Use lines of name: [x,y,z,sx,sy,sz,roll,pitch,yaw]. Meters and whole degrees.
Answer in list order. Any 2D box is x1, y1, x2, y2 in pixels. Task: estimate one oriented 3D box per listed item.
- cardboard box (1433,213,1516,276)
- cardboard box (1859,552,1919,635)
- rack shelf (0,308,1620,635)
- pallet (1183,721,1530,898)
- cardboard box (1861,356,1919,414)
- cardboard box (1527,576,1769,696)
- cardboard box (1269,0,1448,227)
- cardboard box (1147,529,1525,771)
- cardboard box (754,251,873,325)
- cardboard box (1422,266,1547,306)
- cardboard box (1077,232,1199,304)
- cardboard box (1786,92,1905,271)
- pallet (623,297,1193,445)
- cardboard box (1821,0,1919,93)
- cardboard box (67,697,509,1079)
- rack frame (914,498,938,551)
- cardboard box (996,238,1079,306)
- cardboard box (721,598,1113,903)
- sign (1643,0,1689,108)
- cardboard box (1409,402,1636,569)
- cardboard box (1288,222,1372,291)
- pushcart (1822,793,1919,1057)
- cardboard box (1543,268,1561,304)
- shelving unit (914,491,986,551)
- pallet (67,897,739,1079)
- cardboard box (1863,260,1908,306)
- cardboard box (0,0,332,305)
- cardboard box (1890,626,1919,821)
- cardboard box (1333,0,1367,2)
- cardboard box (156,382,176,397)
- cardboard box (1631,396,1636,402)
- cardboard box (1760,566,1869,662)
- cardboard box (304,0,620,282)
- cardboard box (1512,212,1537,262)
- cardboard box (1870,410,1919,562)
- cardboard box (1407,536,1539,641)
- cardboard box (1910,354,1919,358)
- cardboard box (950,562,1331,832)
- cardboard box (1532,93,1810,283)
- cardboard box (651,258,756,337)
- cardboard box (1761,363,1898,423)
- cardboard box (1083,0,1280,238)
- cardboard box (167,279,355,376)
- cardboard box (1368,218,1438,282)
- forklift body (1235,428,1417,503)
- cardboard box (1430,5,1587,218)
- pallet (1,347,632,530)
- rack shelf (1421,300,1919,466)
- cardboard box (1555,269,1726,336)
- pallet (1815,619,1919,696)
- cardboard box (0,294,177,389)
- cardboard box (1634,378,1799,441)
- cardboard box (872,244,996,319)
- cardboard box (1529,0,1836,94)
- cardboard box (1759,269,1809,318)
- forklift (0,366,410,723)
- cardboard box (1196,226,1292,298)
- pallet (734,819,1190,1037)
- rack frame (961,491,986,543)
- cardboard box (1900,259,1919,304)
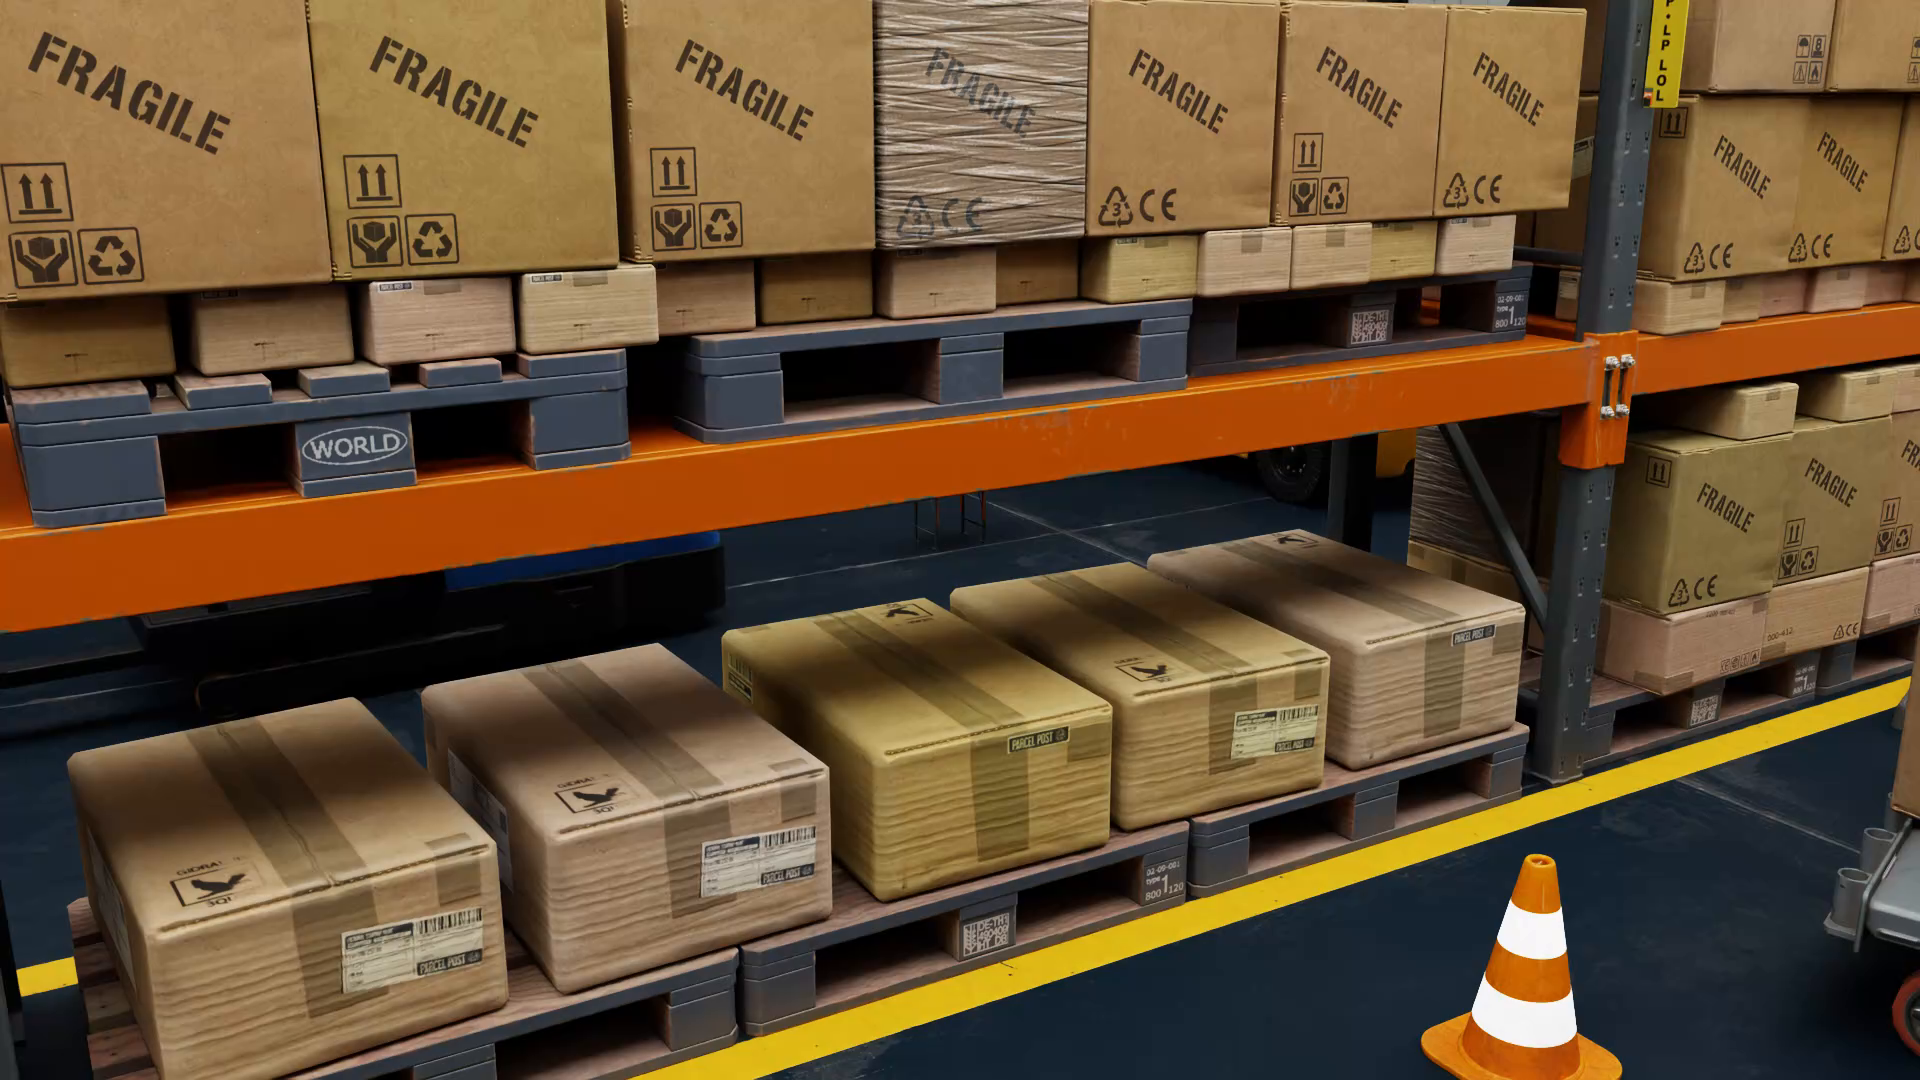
cardboard box: [1.223,-0.792,4.367,0.250,0.149,0.380,-9,18,-29]
cardboard box: [3.072,0.105,5.796,0.500,0.250,0.500,-9,18,-30]
rack shelf: [-0.192,-0.222,3.978,4.000,0.370,1.077,-9,18,-30]
pallet: [0.856,0.605,4.861,1.213,0.211,1.003,-9,18,-30]
cardboard box: [2.974,-0.531,5.473,0.250,0.149,0.380,-8,18,-27]
cardboard box: [2.167,0.256,5.257,0.500,0.250,0.500,-10,19,-32]
cardboard box: [0.820,-1.054,4.097,0.500,0.500,0.500,-9,18,-29]
cardboard box: [1.074,0.290,4.908,0.625,0.372,0.950,-9,18,-29]
cardboard box: [-0.379,-0.566,3.559,0.250,0.149,0.380,-8,18,-28]
cardboard box: [1.641,-0.841,5.317,0.250,0.149,0.380,-9,18,-30]
cardboard box: [0.341,-0.654,3.873,0.250,0.149,0.380,-9,18,-30]
cardboard box: [2.461,-1.110,5.075,0.500,0.500,0.500,-9,18,-30]
pallet: [-0.231,-0.483,3.930,1.213,0.211,1.003,-9,18,-30]
cardboard box: [2.460,-1.596,4.958,0.500,0.500,0.700,-9,18,-29]
cardboard box: [-1.417,0.696,3.459,0.625,0.372,0.950,-11,19,-33]
rack frame: [-0.150,-0.481,7.181,0.008,1.050,0.200,-9,18,-30]
cardboard box: [0.063,-0.641,3.827,0.250,0.149,0.380,-10,18,-32]
cardboard box: [-0.136,0.488,4.203,0.625,0.372,0.950,-9,18,-28]
sign: [1.811,-1.276,4.260,0.005,0.325,0.100,-9,18,-30]
cardboard box: [1.891,-0.230,5.600,0.500,0.500,0.500,-9,18,-30]
cardboard box: [0.786,-0.716,4.093,0.250,0.149,0.380,-10,18,-31]
pushcart: [2.739,0.937,3.369,1.648,0.377,0.936,12,20,37]
cardboard box: [1.851,-0.877,5.447,0.250,0.149,0.380,-9,18,-28]
shelving unit: [-0.046,-0.498,7.242,0.252,1.050,0.215,-9,18,-30]
pallet: [-1.236,0.944,3.651,1.213,0.211,1.003,-9,18,-30]
cardboard box: [2.802,-0.857,5.375,0.250,0.149,0.380,-9,18,-30]
cardboard box: [-1.402,-0.693,2.811,0.500,0.500,0.500,-10,18,-31]
cardboard box: [2.465,0.400,3.653,0.500,0.500,0.500,-9,18,-30]
cardboard box: [0.937,-1.569,4.733,0.250,0.149,0.380,-9,18,-30]
cardboard box: [-3.924,-0.581,7.546,0.625,0.625,0.875,-9,18,-28]
cardboard box: [2.326,-0.301,5.854,0.500,0.500,0.500,-9,18,-29]
cardboard box: [2.619,0.179,5.531,0.500,0.250,0.500,-8,18,-27]
cardboard box: [-0.959,-0.767,3.075,0.500,0.500,0.500,-8,18,-27]
cardboard box: [1.775,-1.157,5.244,0.500,0.500,0.500,-10,18,-31]
cardboard box: [3.065,-0.254,5.686,0.500,0.500,0.500,-8,18,-27]
cardboard box: [1.891,0.131,5.702,0.500,0.250,0.500,-8,18,-27]
cardboard box: [3.651,-0.517,6.622,0.500,0.500,0.500,-10,19,-32]
cardboard box: [0.459,0.391,4.549,0.625,0.372,0.950,-8,18,-26]
cardboard box: [2.043,-1.035,4.807,0.500,0.500,0.500,-9,18,-30]
cardboard box: [-0.601,-0.518,3.387,0.250,0.149,0.380,-8,18,-26]
cardboard box: [2.745,-0.493,5.337,0.250,0.149,0.380,-8,18,-28]
cardboard box: [0.375,-0.983,3.846,0.500,0.500,0.500,-9,18,-28]
cardboard box: [-1.273,-0.405,2.986,0.250,0.149,0.380,-11,19,-33]
cardboard box: [0.988,-0.760,4.250,0.250,0.149,0.380,-10,18,-31]
forklift body: [1.706,-1.456,8.619,1.214,2.155,2.313,-9,18,-30]
cardboard box: [1.244,-1.123,4.344,0.500,0.500,0.500,-10,18,-31]
pallet: [-1.351,-0.322,3.356,1.003,0.211,1.213,-9,18,-30]
rack shelf: [3.237,-0.778,5.961,4.000,0.370,1.077,-9,18,-30]
cardboard box: [1.957,-0.695,4.798,0.250,0.149,0.380,-9,18,-30]
pallet: [3.127,0.224,6.220,1.213,0.211,1.003,-9,18,-30]
cardboard box: [-1.532,-0.374,2.874,0.250,0.149,0.380,-10,19,-33]
cardboard box: [2.305,-0.421,5.080,0.250,0.149,0.380,-9,18,-29]
cardboard box: [-0.122,-0.587,3.635,0.250,0.149,0.380,-9,18,-28]
cardboard box: [2.011,-1.530,4.723,0.500,0.500,0.700,-9,18,-30]
cardboard box: [2.359,-0.786,5.123,0.250,0.149,0.380,-9,18,-30]
forklift: [-2.402,-0.990,5.510,3.031,2.935,1.121,-10,19,-32]
cardboard box: [0.569,-0.679,3.964,0.250,0.149,0.380,-9,18,-29]
pallet: [-0.191,0.775,4.253,1.213,0.211,1.003,-9,18,-30]
rack frame: [0.059,-0.515,7.302,0.008,1.050,0.200,-9,18,-30]
cardboard box: [3.059,-0.871,5.424,0.250,0.149,0.380,-9,18,-29]
